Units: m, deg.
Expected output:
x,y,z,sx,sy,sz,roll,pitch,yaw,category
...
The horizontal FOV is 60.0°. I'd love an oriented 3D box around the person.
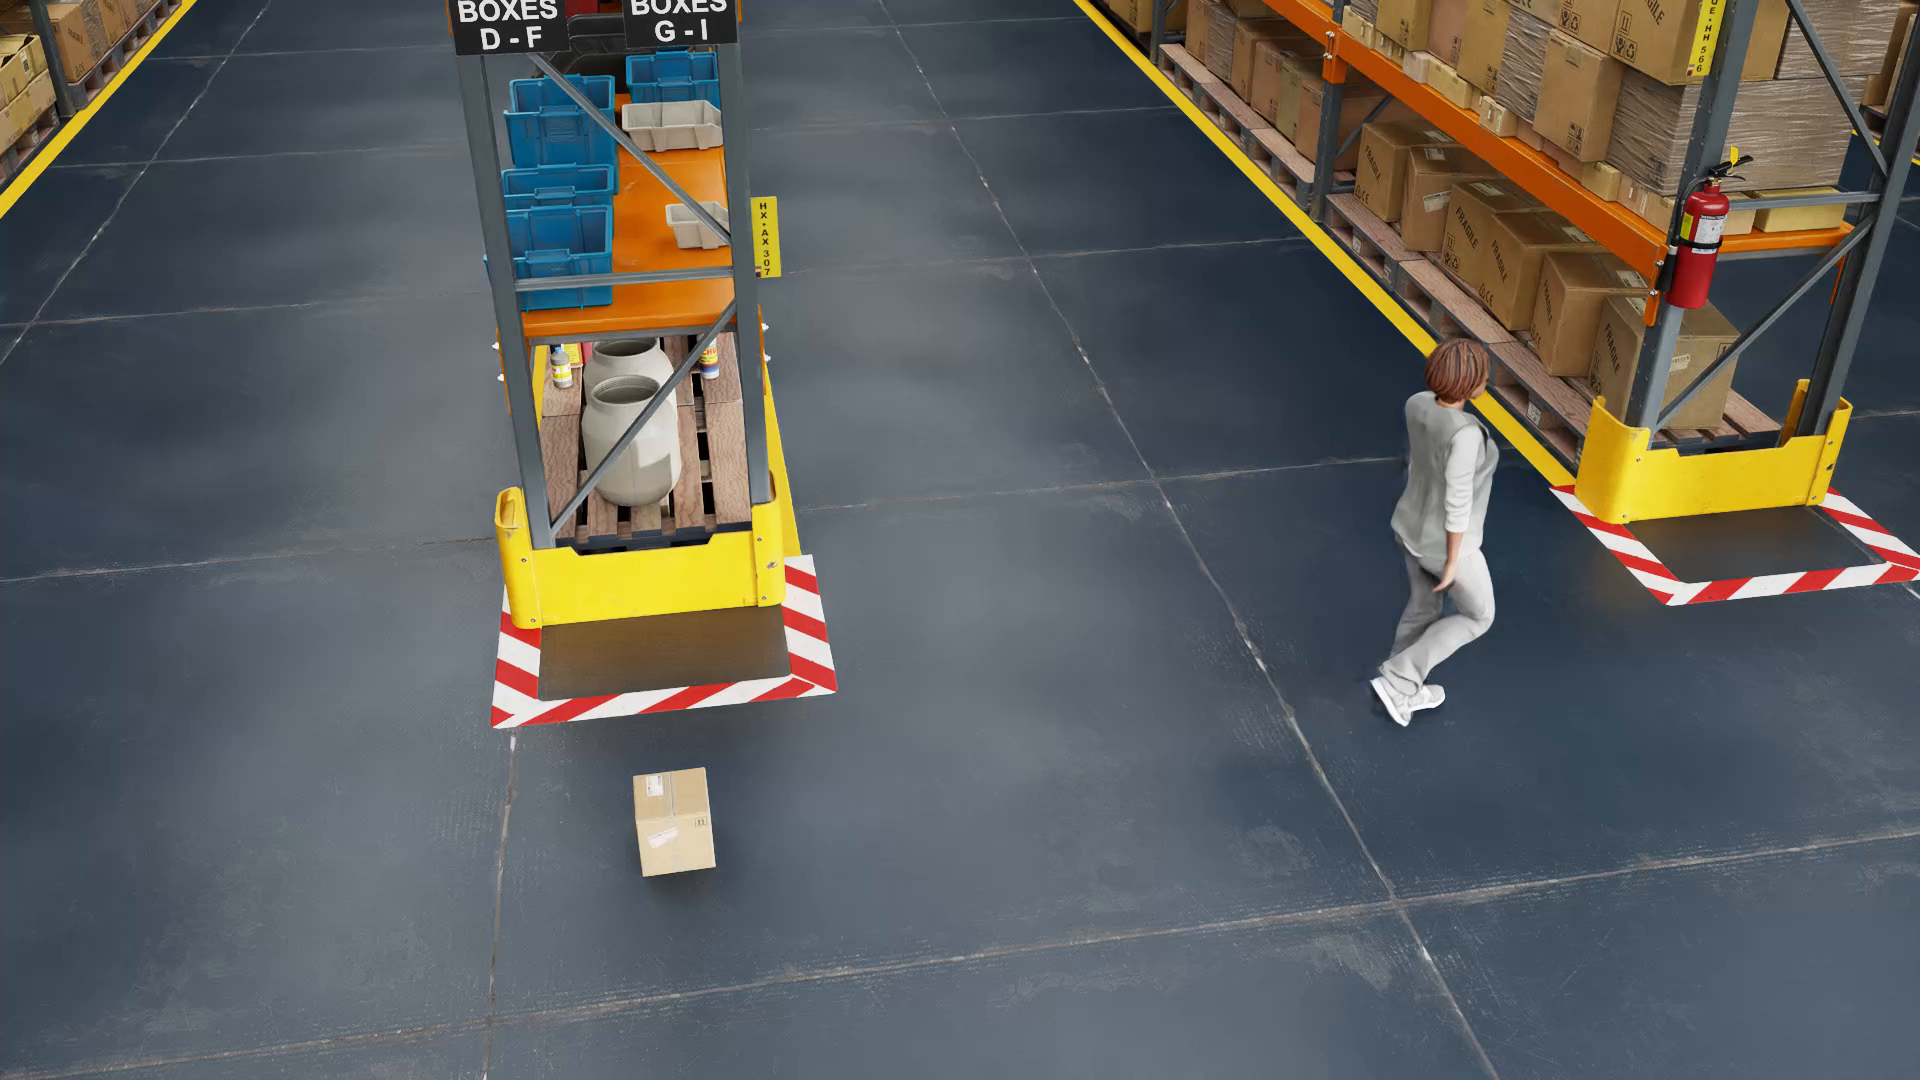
x,y,z,sx,sy,sz,roll,pitch,yaw,category
1.743,-0.002,6.100,0.447,1.590,0.414,-10,32,-15,person
